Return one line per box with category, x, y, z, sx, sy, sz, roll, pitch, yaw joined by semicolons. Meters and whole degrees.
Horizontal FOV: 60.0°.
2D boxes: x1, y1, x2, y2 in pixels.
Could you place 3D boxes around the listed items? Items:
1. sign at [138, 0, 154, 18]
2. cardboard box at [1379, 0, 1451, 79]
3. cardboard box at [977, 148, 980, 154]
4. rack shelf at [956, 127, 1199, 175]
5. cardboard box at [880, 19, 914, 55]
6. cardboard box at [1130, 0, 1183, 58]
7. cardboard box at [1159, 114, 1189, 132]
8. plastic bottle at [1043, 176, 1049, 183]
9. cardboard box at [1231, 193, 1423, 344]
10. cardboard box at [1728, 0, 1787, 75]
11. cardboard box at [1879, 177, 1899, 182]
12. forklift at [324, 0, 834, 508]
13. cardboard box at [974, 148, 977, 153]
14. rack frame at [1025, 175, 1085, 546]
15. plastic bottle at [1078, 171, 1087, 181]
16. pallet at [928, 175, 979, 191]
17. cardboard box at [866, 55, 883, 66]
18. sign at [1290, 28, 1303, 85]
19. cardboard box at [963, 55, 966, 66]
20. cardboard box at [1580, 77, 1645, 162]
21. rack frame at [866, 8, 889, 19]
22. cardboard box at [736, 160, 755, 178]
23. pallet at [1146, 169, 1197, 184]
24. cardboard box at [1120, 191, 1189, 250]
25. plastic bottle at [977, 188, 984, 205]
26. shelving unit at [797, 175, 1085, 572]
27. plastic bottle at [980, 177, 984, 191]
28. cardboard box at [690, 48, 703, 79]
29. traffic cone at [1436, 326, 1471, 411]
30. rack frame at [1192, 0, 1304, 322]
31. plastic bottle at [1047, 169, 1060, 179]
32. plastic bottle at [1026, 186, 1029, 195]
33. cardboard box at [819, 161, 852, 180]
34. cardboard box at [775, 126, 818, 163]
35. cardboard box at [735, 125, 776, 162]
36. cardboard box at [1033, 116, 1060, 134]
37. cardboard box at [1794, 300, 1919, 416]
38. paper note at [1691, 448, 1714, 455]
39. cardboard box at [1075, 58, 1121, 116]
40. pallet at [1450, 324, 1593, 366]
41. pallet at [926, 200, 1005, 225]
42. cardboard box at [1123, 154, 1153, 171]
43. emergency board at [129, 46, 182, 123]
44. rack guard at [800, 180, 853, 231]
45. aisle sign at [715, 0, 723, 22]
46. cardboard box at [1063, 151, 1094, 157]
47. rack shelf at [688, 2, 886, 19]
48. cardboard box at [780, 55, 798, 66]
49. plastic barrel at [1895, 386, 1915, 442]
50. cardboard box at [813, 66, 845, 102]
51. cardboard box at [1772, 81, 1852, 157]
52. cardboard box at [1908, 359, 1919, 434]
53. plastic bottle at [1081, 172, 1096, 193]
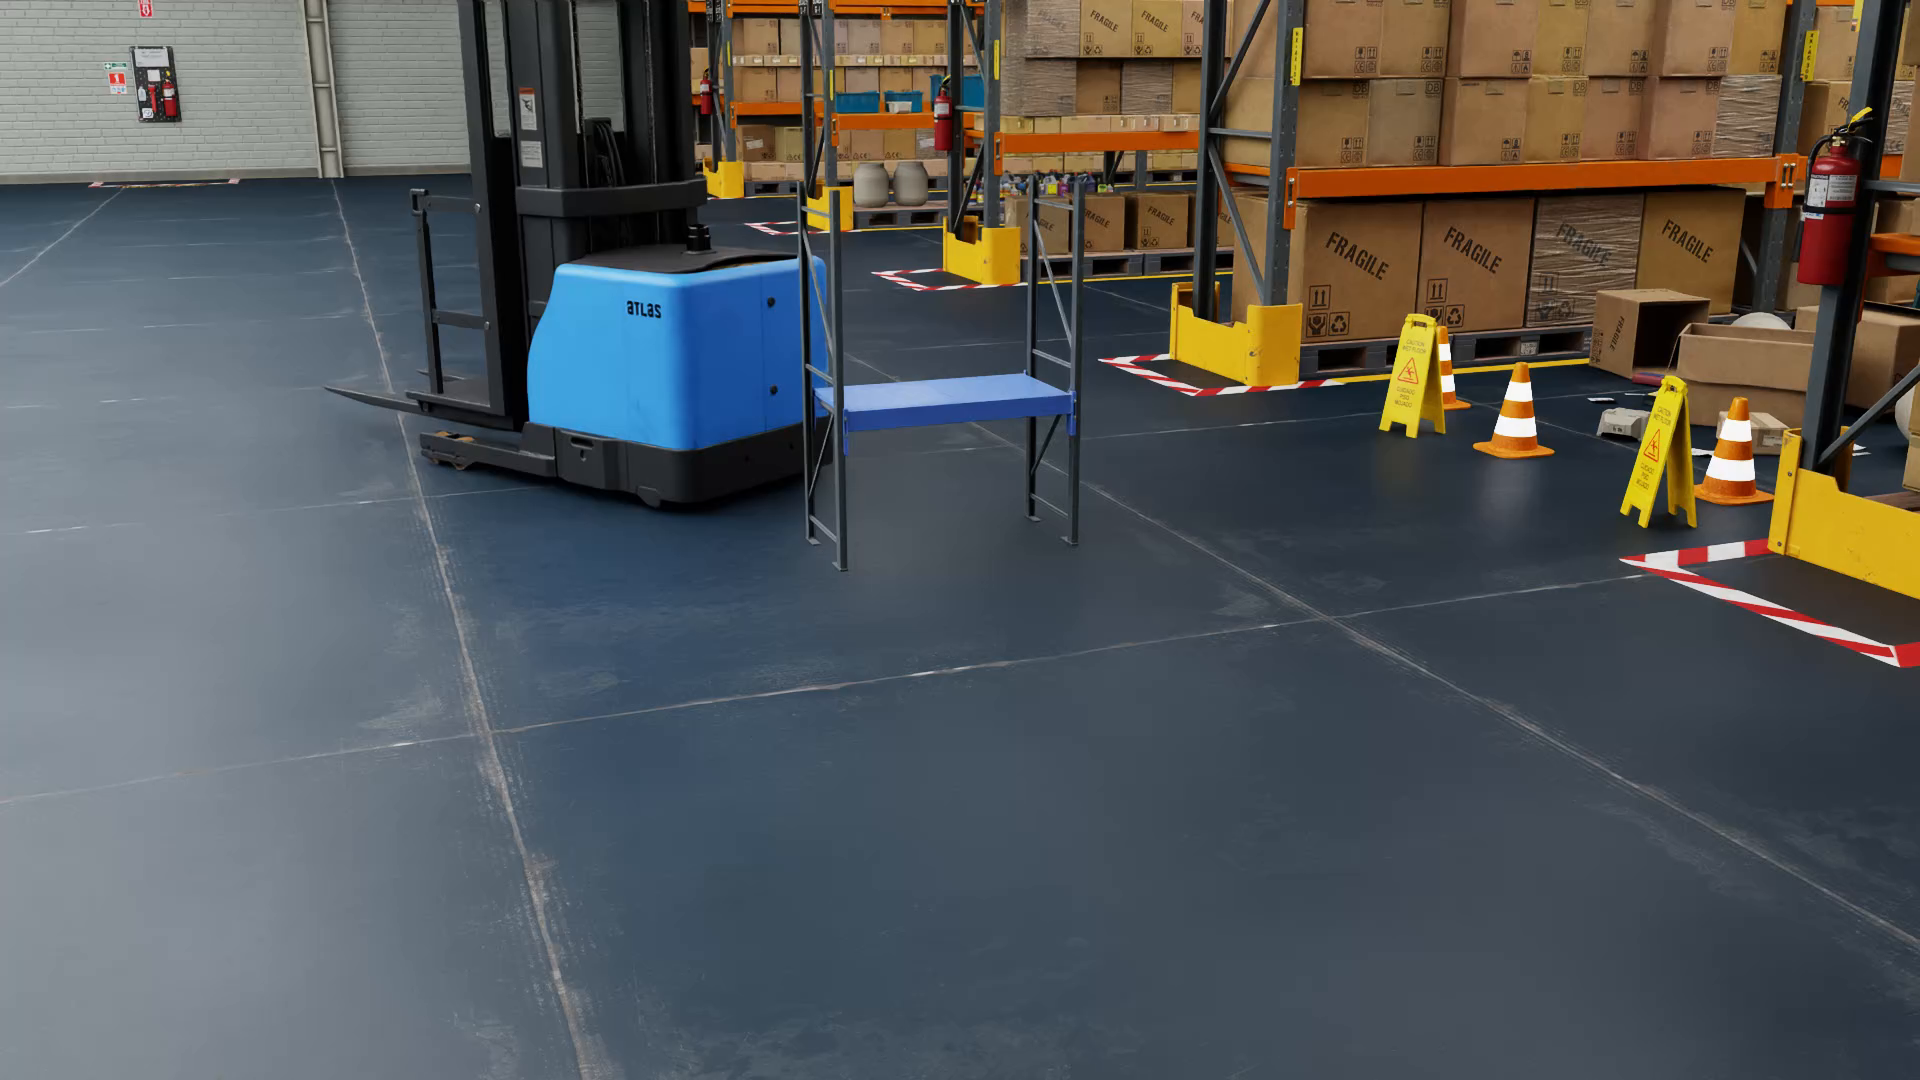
sign;-12.820;-8.375;26.178;0.199;0.298;0.001;-6;17;-20
cardboard box;2.641;-3.255;10.676;0.550;0.550;0.875;-6;17;-20
cardboard box;0.590;-6.151;25.859;0.500;0.311;0.500;-6;17;-20
rack shelf;1.988;-3.730;15.752;4.000;0.370;1.077;-6;17;-20
cardboard box;-1.037;-7.406;24.513;0.500;0.500;0.700;-6;17;-20
cardboard box;1.667;-4.627;15.050;0.500;0.500;0.500;-6;17;-20
cardboard box;1.907;-3.844;15.311;0.250;0.149;0.380;-6;17;-20
plastic bottle;1.089;-4.463;21.034;0.097;0.271;0.097;0;16;0
cardboard box;2.410;-1.826;11.017;0.875;0.875;0.875;-6;17;-20
cardboard box;5.179;-3.523;11.589;0.550;0.550;0.875;-6;17;-20
cardboard box;9.901;-4.105;18.778;0.875;0.875;1.225;-7;18;-22
forklift;-2.106;-1.862;8.237;3.031;2.935;1.130;12;20;35
cardboard box;0.175;-7.382;30.570;0.500;0.500;0.700;-6;17;-19
rack frame;0.395;-0.762;7.032;0.032;1.500;0.500;-6;17;-20
plastic bottle;1.533;-4.417;20.736;0.185;0.351;0.144;-6;17;-20
pallet;-0.444;-5.476;25.371;1.213;0.211;1.003;-6;17;-20
cardboard box;-1.296;-7.003;24.294;0.250;0.149;0.380;-6;17;-18
sign;1.994;-2.865;9.852;0.005;0.325;0.100;-6;17;-20
cardboard box;-0.095;-7.134;24.740;0.250;0.149;0.380;-7;18;-21
cardboard box;4.144;-2.908;11.411;0.550;0.550;0.875;-6;17;-20
rack frame;-1.462;-8.186;29.651;0.127;3.000;1.000;-6;17;-20
cardboard box;-3.026;-5.494;24.617;0.500;0.250;0.500;-6;17;-20
pallet;3.267;-5.876;26.732;1.213;0.211;1.003;-6;17;-20
cardboard box;1.847;-3.061;15.890;0.500;0.500;0.500;-4;17;-15
plastic bottle;0.249;-4.156;20.112;0.097;0.201;0.097;0;16;0
shelving unit;-0.080;-0.711;6.858;1.048;1.500;0.538;-6;17;-20
plastic bottle;0.281;-4.413;20.856;0.135;0.276;0.152;-7;18;-22
cardboard box;-4.644;-8.049;28.085;0.500;0.500;0.500;-6;17;-20
traffic cone;2.805;-1.021;9.752;0.334;0.463;0.336;-6;17;-20
rack frame;1.801;-2.558;10.485;0.127;3.000;1.000;-6;17;-20
plastic bottle;1.181;-4.547;21.180;0.185;0.351;0.144;-6;17;-19
plastic bottle;0.850;-4.221;20.333;0.097;0.201;0.097;0;16;0
cardboard box;-1.908;-5.459;24.500;0.500;0.250;0.500;-6;17;-20
cardboard box;-2.375;-5.768;24.221;0.500;0.500;0.500;-6;17;-20
cardboard box;-3.027;-5.854;24.514;0.500;0.500;0.500;-6;17;-20
cardboard box;0.712;-3.739;14.952;0.250;0.149;0.380;-6;17;-20
cardboard box;5.271;-1.073;9.617;0.503;0.637;0.797;-6;17;-20
paper note;3.837;-0.460;8.611;0.142;0.019;0.148;-14;21;-39
cardboard box;1.068;-4.194;15.351;0.500;0.500;0.875;-6;17;-20
pallet;3.657;-1.443;11.638;1.213;0.211;1.003;-6;17;-20
pallet;0.300;-4.061;20.552;1.213;0.211;1.003;-6;17;-20
cardboard box;2.694;-5.949;26.166;0.500;0.250;0.500;-6;17;-19
emergency board;-12.777;-7.237;26.419;0.643;1.169;0.194;-6;17;-20
rack guard;-1.598;-3.997;19.822;0.348;0.500;1.175;-6;17;-20
aisle sign;-3.373;-7.640;23.177;0.004;0.787;0.394;-6;17;-20
cardboard box;1.741;-6.112;25.728;0.500;0.311;0.500;-7;18;-22
rack shelf;-3.330;-9.078;28.643;4.000;0.370;1.077;-6;17;-20
cardboard box;-2.499;-6.874;23.854;0.250;0.149;0.380;-6;17;-20
plastic barrel;5.053;-0.636;8.513;0.421;0.421;0.512;6;17;18
cardboard box;-2.026;-6.674;24.325;0.500;0.500;0.700;-6;17;-20
cardboard box;6.123;-2.991;11.784;0.500;0.500;0.500;-6;17;-19
cardboard box;4.321;-0.657;6.816;0.500;0.500;0.500;-6;17;-20
plastic bottle;1.585;-4.379;20.606;0.185;0.351;0.144;-7;18;-22
